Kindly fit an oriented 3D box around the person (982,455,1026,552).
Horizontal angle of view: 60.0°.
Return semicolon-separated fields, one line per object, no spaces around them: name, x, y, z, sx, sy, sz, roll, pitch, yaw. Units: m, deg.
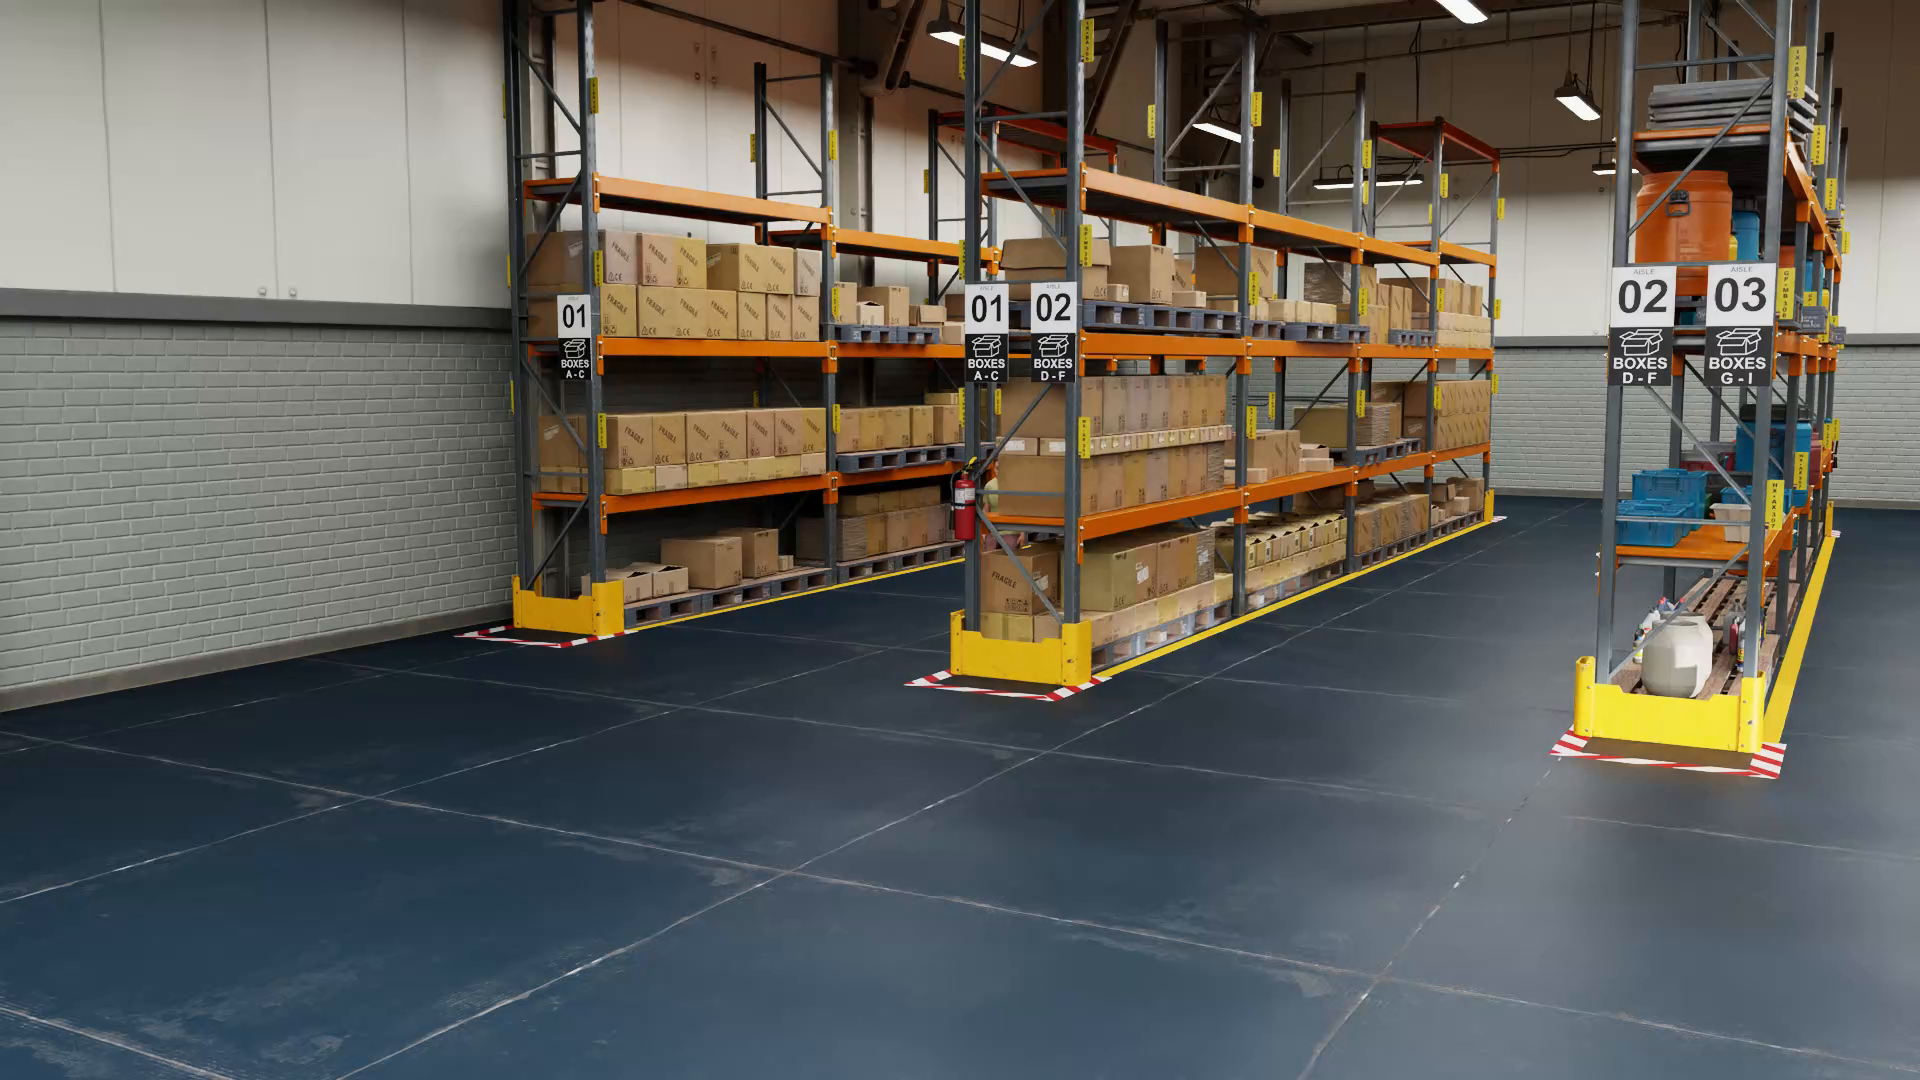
person;0.422;-0.034;16.658;0.520;1.671;0.362;3;7;24
